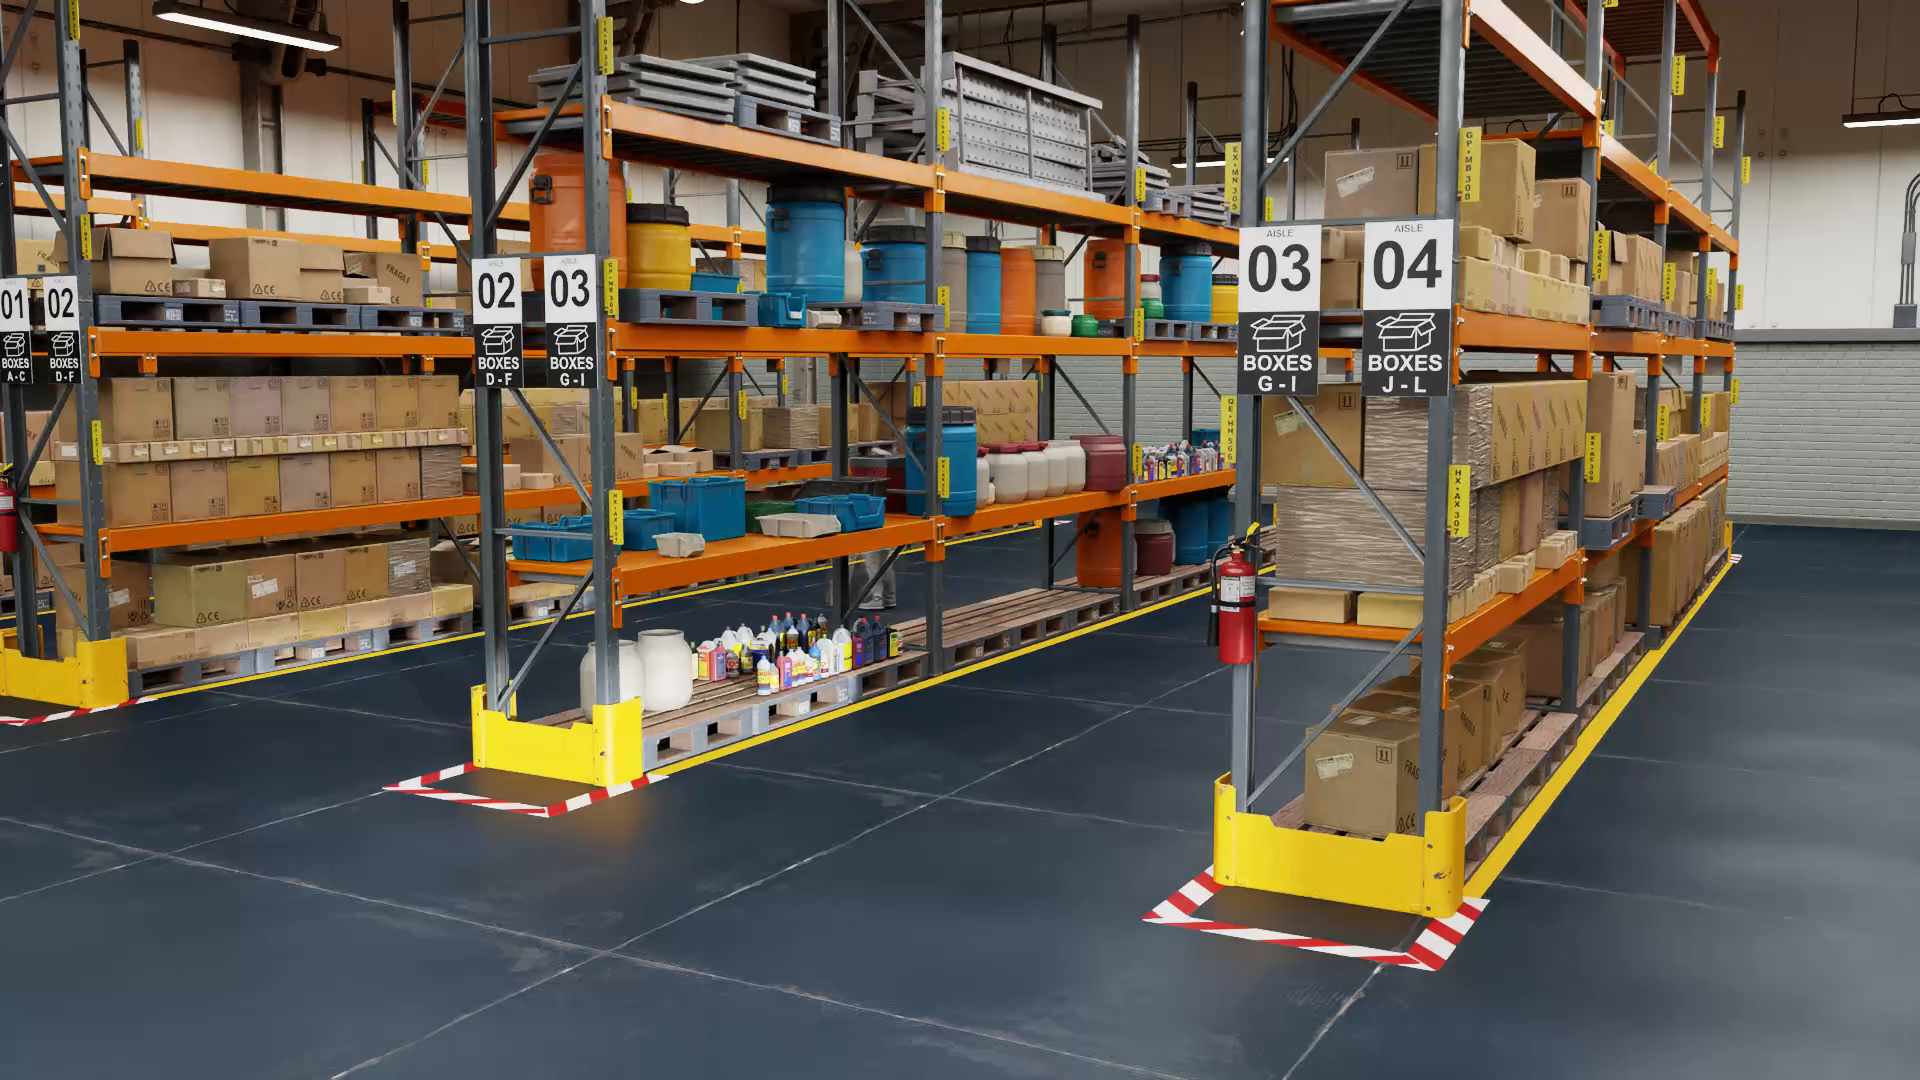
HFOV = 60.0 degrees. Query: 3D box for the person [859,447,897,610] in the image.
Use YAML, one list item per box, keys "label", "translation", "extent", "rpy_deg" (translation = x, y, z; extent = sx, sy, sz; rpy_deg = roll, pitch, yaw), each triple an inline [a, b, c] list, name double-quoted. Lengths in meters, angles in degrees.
- label: "person"
  translation: [-0.901, -0.127, 17.413]
  extent: [0.504, 1.692, 0.485]
  rpy_deg: [3, 7, 28]
